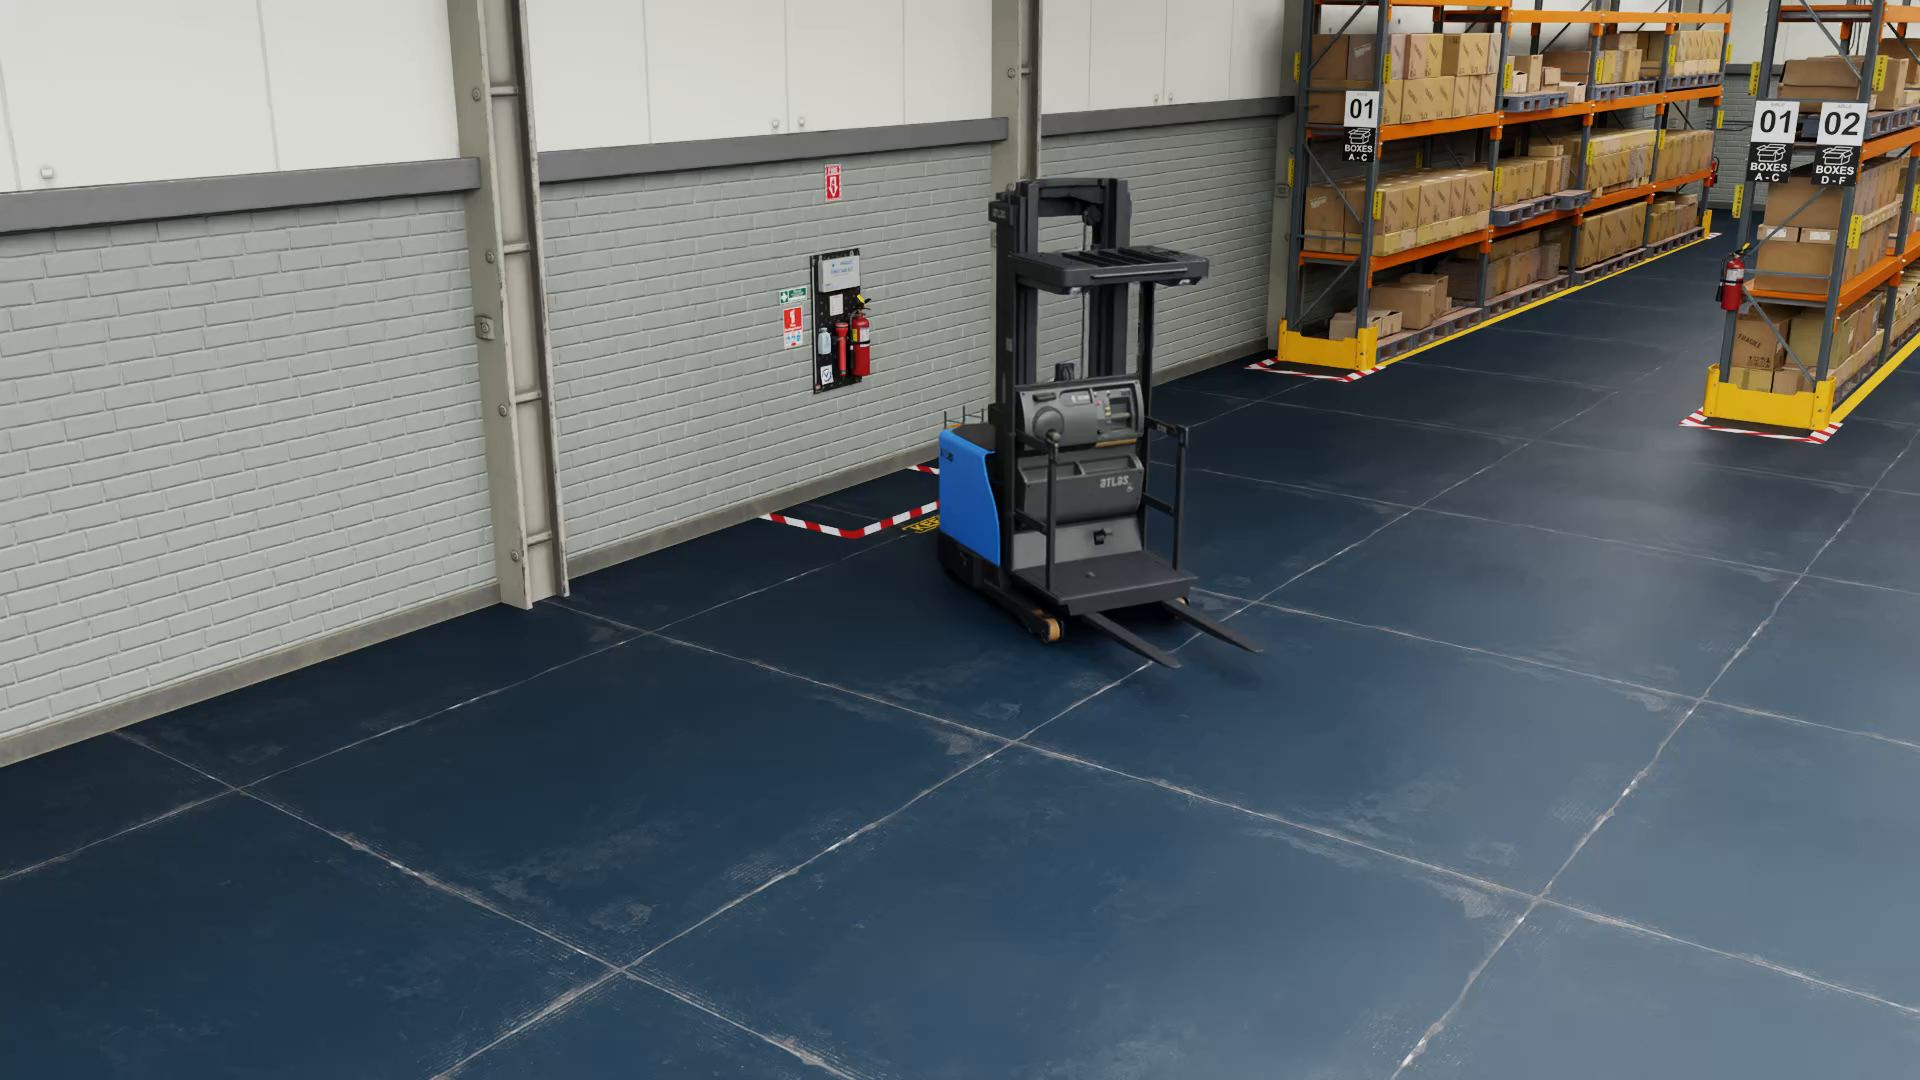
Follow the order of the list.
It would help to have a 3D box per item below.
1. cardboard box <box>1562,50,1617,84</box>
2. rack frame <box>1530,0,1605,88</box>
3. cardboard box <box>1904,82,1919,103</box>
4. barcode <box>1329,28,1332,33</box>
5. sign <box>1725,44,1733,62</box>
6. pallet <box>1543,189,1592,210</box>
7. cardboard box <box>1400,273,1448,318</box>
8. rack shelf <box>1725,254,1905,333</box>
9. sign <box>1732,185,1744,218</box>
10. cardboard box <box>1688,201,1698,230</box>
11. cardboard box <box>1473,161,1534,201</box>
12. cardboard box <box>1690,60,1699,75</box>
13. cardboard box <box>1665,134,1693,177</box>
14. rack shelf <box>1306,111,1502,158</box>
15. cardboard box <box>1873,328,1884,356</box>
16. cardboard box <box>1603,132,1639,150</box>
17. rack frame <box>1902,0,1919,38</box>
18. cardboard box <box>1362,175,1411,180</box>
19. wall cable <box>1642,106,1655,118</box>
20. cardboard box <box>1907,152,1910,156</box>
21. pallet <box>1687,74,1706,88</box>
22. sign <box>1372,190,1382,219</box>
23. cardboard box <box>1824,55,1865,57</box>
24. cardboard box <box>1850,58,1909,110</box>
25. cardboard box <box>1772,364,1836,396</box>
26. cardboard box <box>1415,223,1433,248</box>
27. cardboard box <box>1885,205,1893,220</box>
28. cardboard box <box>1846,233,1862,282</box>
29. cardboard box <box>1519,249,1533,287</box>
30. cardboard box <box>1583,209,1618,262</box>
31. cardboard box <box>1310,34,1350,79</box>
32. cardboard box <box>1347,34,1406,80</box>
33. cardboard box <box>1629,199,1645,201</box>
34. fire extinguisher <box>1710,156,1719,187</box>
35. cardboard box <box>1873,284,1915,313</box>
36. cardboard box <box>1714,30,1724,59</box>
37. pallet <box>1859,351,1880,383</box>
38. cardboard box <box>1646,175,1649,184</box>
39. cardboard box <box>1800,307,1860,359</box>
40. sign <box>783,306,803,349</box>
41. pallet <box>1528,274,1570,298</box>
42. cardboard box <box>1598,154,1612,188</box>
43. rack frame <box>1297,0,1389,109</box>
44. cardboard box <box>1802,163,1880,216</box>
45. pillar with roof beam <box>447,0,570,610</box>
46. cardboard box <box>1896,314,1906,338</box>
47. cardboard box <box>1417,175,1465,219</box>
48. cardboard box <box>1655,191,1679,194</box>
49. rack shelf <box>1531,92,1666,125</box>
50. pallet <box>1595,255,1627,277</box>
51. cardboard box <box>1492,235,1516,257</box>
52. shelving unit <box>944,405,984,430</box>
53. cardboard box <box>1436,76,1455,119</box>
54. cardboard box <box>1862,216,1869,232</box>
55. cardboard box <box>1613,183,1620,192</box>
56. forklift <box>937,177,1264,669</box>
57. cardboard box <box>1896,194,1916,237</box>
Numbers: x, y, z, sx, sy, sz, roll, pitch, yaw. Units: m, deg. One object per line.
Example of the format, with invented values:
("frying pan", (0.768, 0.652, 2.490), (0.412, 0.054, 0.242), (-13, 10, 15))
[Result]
("cardboard box", (10.004, -7.543, 26.507), (0.700, 0.500, 0.500), (14, 22, 37))
("rack frame", (9.147, -8.327, 24.884), (1.000, 3.000, 0.127), (12, 21, 35))
("cardboard box", (11.119, -5.341, 19.872), (0.500, 0.250, 0.500), (15, 23, 40))
("barcode", (4.402, -6.058, 19.770), (0.001, 0.075, 0.075), (12, 21, 35))
("sign", (14.341, -9.086, 31.026), (0.100, 0.325, 0.005), (12, 21, 35))
("pallet", (8.808, -5.182, 25.195), (1.213, 0.211, 1.003), (12, 21, 35))
("cardboard box", (6.177, -3.271, 22.193), (0.500, 0.500, 0.500), (11, 20, 31))
("rack shelf", (9.553, -2.815, 18.463), (1.077, 0.370, 4.000), (12, 21, 35))
("sign", (7.933, -3.447, 16.935), (0.100, 0.325, 0.005), (12, 21, 35))
("cardboard box", (13.577, -6.190, 31.624), (0.700, 0.500, 0.500), (12, 21, 35))
("cardboard box", (7.800, -5.176, 23.944), (0.700, 0.500, 0.500), (16, 24, 42))
("cardboard box", (12.769, -8.384, 29.502), (0.500, 0.250, 0.500), (12, 21, 33))
("cardboard box", (12.732, -7.032, 30.324), (0.980, 0.700, 0.700), (11, 20, 32))
("rack shelf", (5.572, -5.122, 20.834), (1.077, 0.370, 4.000), (12, 21, 35))
("cardboard box", (10.644, -2.373, 19.755), (0.500, 0.250, 0.500), (12, 21, 35))
("cardboard box", (10.841, -6.574, 27.387), (0.500, 0.250, 0.500), (13, 21, 36))
("rack frame", (13.128, -7.452, 22.068), (1.000, 3.000, 0.127), (12, 21, 35))
("cardboard box", (5.403, -4.364, 21.194), (0.500, 0.500, 0.500), (13, 21, 35))
("wall cable", (13.917, -8.324, 33.279), (0.084, 1.984, 1.851), (12, 21, 35))
("cardboard box", (15.049, -5.715, 25.713), (0.700, 0.500, 0.500), (5, 18, 16))
("pallet", (12.754, -8.287, 29.963), (1.003, 0.211, 1.213), (12, 21, 35))
("sign", (4.816, -3.874, 19.201), (0.100, 0.325, 0.005), (12, 21, 35))
("cardboard box", (10.232, -5.309, 19.111), (0.500, 0.500, 0.500), (15, 22, 39))
("cardboard box", (9.570, -4.777, 17.397), (0.500, 0.500, 0.500), (12, 21, 35))
("cardboard box", (8.859, -1.658, 17.452), (0.500, 0.250, 0.500), (12, 21, 35))
("cardboard box", (5.532, -3.801, 20.645), (0.500, 0.250, 0.500), (12, 21, 34))
("cardboard box", (10.451, -3.768, 19.058), (0.380, 0.149, 0.250), (12, 21, 33))
("cardboard box", (9.259, -3.082, 17.941), (0.700, 0.500, 0.500), (13, 21, 35))
("cardboard box", (8.086, -4.072, 24.771), (0.700, 0.500, 0.500), (12, 21, 34))
("cardboard box", (10.218, -4.995, 27.188), (0.750, 0.750, 0.750), (12, 21, 34))
("cardboard box", (4.427, -5.673, 19.506), (0.500, 0.500, 0.500), (14, 22, 37))
("cardboard box", (4.805, -5.572, 19.184), (0.500, 0.500, 0.500), (11, 20, 31))
("cardboard box", (12.433, -6.140, 30.372), (0.380, 0.149, 0.250), (13, 21, 35))
("fire extinguisher", (14.374, -7.107, 31.829), (0.296, 0.674, 0.183), (12, 21, 35))
("cardboard box", (11.800, -3.086, 21.106), (0.500, 0.311, 0.500), (12, 21, 33))
("cardboard box", (13.697, -9.112, 30.582), (0.500, 0.500, 0.500), (12, 21, 35))
("pallet", (10.237, -2.121, 19.717), (1.003, 0.211, 1.213), (12, 21, 35))
("cardboard box", (11.556, -6.173, 28.456), (0.380, 0.149, 0.250), (13, 21, 35))
("cardboard box", (9.443, -2.257, 18.116), (0.500, 0.500, 0.500), (12, 21, 35))
("sign", (-1.388, -1.769, 13.821), (0.001, 0.329, 0.234), (12, 21, 35))
("pallet", (8.680, -3.944, 25.589), (1.003, 0.211, 1.213), (12, 21, 35))
("cardboard box", (9.962, -5.855, 26.335), (0.500, 0.500, 0.500), (13, 22, 36))
("rack frame", (4.380, -6.421, 18.748), (1.000, 3.000, 0.127), (12, 21, 35))
("cardboard box", (9.588, -3.836, 18.184), (0.700, 0.500, 0.500), (12, 21, 35))
("pillar with roof beam", (0.410, -3.122, 8.124), (9.100, 9.000, 0.400), (12, 21, 35))
("cardboard box", (11.489, -2.696, 20.795), (0.500, 0.250, 0.500), (13, 22, 36))
("cardboard box", (6.129, -4.400, 21.309), (0.500, 0.500, 0.500), (12, 21, 33))
("cardboard box", (13.491, -6.564, 31.738), (0.380, 0.149, 0.250), (13, 21, 35))
("rack shelf", (10.339, -7.027, 26.970), (1.077, 0.370, 4.000), (12, 21, 35))
("pallet", (10.405, -4.594, 27.681), (1.003, 0.211, 1.213), (12, 21, 35))
("cardboard box", (7.756, -4.292, 24.215), (0.500, 0.250, 0.500), (12, 21, 33))
("shelving unit", (0.032, -0.514, 13.129), (0.215, 1.050, 0.252), (12, 21, 35))
("cardboard box", (5.737, -5.459, 20.505), (0.500, 0.500, 0.500), (14, 22, 38))
("cardboard box", (9.533, -3.402, 17.878), (0.380, 0.149, 0.250), (12, 21, 34))
("cardboard box", (10.597, -5.817, 27.309), (0.380, 0.149, 0.250), (13, 22, 36))
("forklift", (0.923, -0.865, 11.087), (1.130, 2.935, 3.031), (-8, 19, -24))
("cardboard box", (12.141, -4.232, 21.647), (0.500, 0.500, 0.500), (11, 20, 32))
